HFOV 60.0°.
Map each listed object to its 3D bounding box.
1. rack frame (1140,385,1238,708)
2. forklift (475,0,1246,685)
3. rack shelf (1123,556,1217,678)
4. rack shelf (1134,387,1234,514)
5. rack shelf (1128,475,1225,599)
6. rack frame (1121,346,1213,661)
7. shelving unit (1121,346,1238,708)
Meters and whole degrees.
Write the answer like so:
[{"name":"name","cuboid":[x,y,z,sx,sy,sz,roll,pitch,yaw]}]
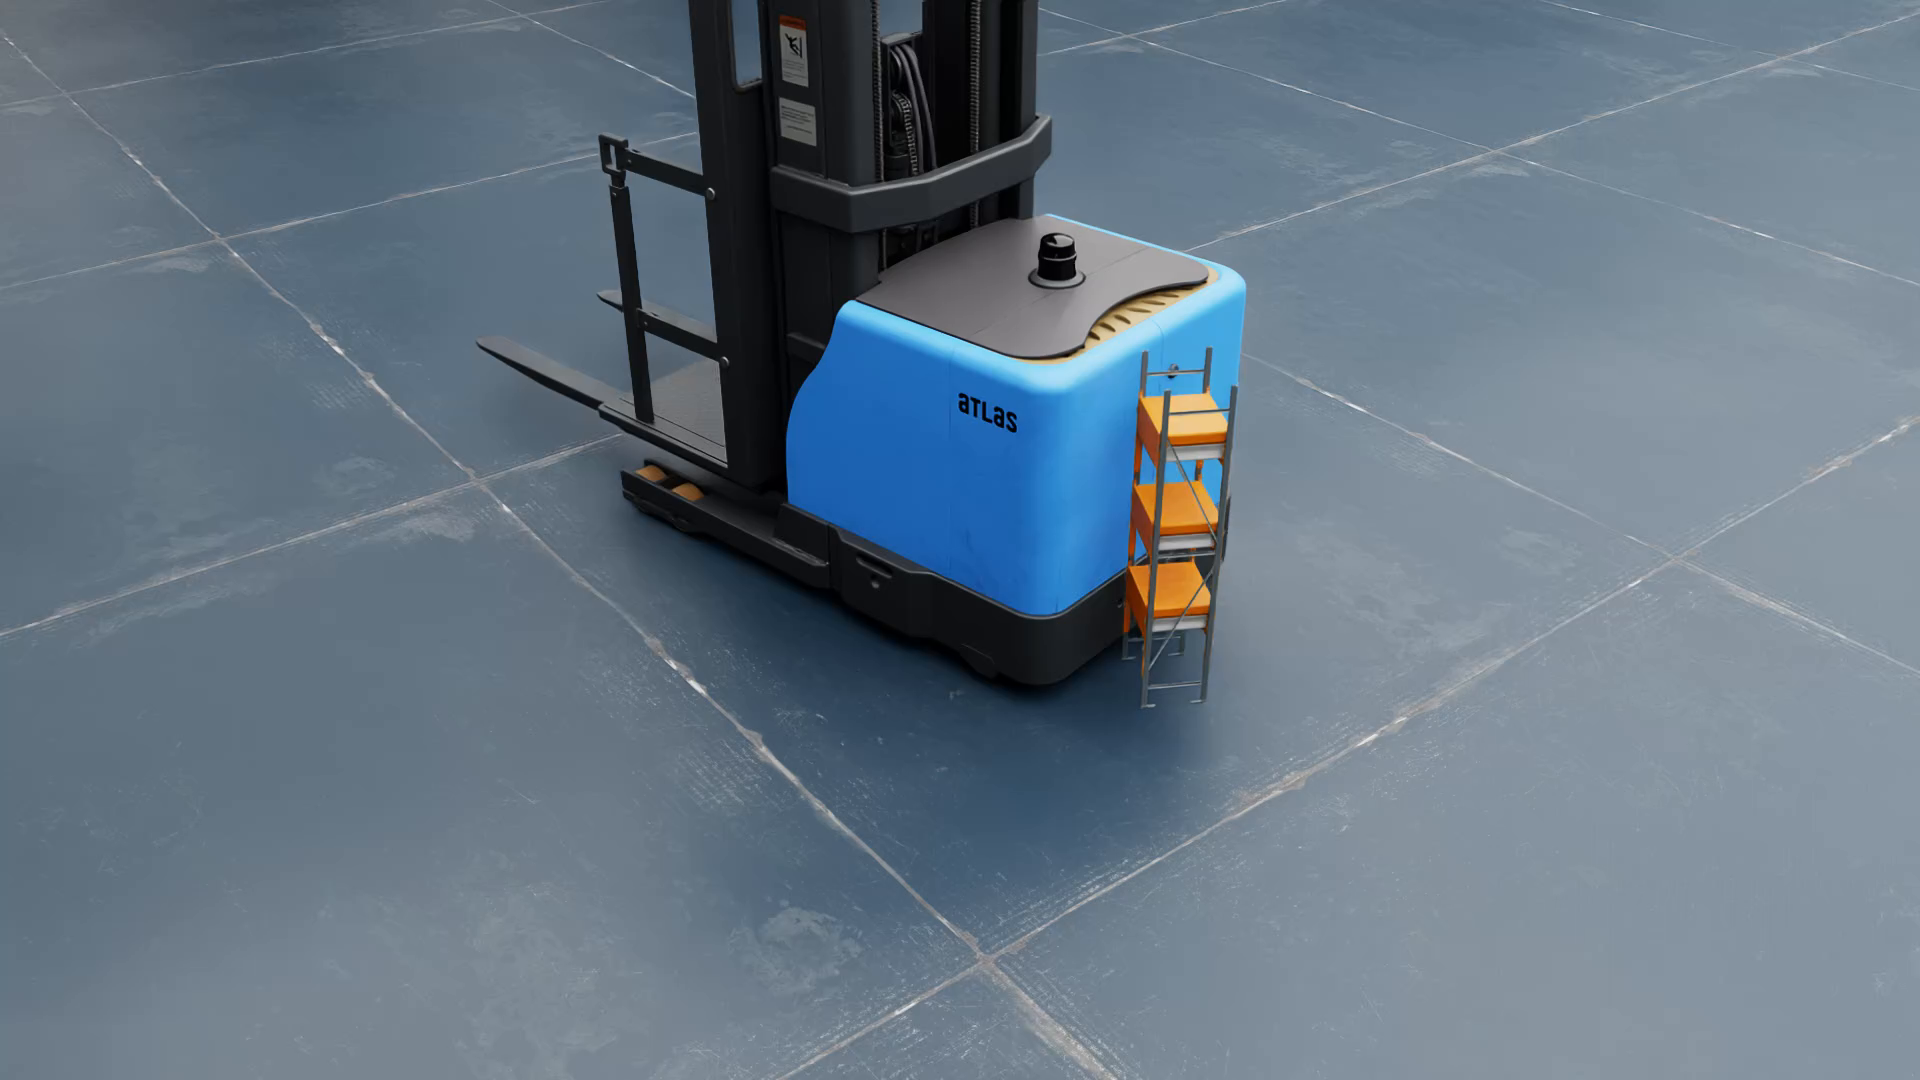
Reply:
[{"name":"rack frame","cuboid":[0.638,0.044,4.682,0.200,1.050,0.008,-4,32,-7]},{"name":"forklift","cuboid":[-0.563,-1.461,5.324,3.031,2.935,1.130,24,39,34]},{"name":"rack shelf","cuboid":[0.618,0.226,4.936,0.215,0.259,0.240,-4,32,-7]},{"name":"rack shelf","cuboid":[0.621,-0.252,4.641,0.215,0.259,0.240,-4,32,-7]},{"name":"rack shelf","cuboid":[0.619,-0.011,4.790,0.215,0.259,0.240,-4,32,-7]},{"name":"rack frame","cuboid":[0.601,-0.083,4.887,0.200,1.050,0.008,-4,32,-7]},{"name":"shelving unit","cuboid":[0.619,-0.020,4.784,0.215,1.050,0.252,-4,32,-7]}]
